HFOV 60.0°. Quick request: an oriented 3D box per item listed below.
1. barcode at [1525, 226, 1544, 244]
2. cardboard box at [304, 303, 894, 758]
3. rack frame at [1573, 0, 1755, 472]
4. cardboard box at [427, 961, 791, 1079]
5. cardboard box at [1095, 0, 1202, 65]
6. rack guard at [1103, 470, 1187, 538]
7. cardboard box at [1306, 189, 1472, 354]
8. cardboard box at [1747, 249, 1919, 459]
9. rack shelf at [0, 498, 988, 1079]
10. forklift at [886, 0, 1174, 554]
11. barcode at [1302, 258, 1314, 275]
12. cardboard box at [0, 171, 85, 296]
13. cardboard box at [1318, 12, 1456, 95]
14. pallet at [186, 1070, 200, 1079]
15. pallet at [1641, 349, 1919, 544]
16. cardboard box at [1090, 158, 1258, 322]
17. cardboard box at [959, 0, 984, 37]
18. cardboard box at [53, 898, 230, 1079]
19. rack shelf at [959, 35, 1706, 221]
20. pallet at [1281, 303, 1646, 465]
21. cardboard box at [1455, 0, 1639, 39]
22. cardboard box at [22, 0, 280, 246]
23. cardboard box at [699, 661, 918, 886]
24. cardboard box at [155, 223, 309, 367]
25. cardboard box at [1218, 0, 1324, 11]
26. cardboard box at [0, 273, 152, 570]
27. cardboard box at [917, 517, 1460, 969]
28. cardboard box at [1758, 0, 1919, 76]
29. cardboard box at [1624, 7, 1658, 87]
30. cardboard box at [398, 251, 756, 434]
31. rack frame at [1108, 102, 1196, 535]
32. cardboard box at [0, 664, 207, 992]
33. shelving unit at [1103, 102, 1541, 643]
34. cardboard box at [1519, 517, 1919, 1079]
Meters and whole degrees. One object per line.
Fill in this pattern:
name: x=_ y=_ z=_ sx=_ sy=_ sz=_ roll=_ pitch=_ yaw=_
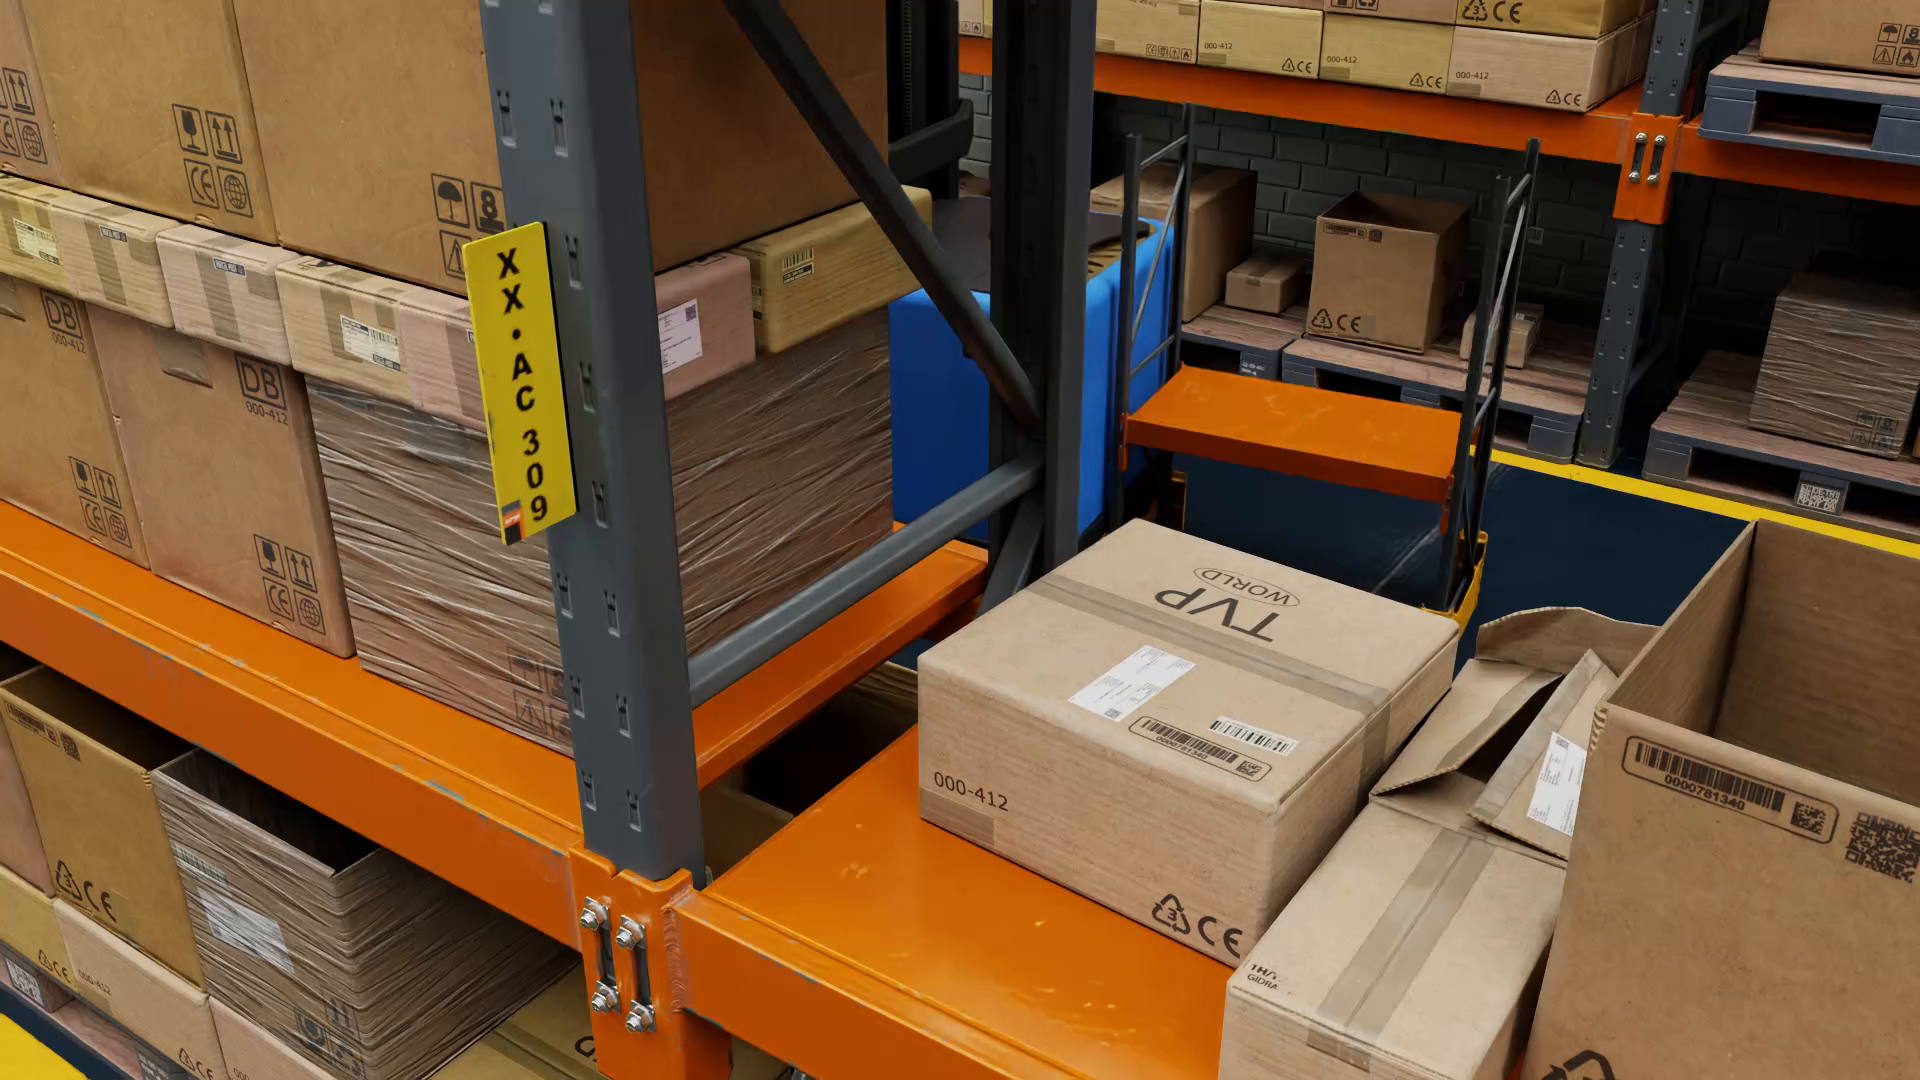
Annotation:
barcode: x=2.356 y=-1.249 z=6.816 sx=0.075 sy=0.075 sz=0.001 roll=17 pitch=32 yaw=30
cardboard box: x=-0.506 y=-0.100 z=2.528 sx=0.500 sy=0.500 sz=0.700 roll=16 pitch=31 yaw=29
rack frame: x=2.665 y=-1.796 z=5.973 sx=0.127 sy=3.000 sz=1.000 roll=17 pitch=32 yaw=30
cardboard box: x=-0.643 y=1.058 z=2.933 sx=0.500 sy=0.250 sz=0.500 roll=17 pitch=32 yaw=30
cardboard box: x=0.858 y=-2.130 z=6.771 sx=0.500 sy=0.250 sz=0.500 roll=18 pitch=32 yaw=31
rack guard: x=0.610 y=-0.003 z=5.480 sx=0.087 sy=0.250 sz=0.587 roll=13 pitch=30 yaw=24
cardboard box: x=1.787 y=-1.130 z=6.934 sx=0.500 sy=0.500 sz=0.500 roll=15 pitch=30 yaw=27
cardboard box: x=3.281 y=-0.696 z=6.081 sx=0.500 sy=0.500 sz=0.700 roll=19 pitch=32 yaw=32
rack shelf: x=-1.785 y=-0.136 z=3.504 sx=4.000 sy=0.370 sz=1.077 roll=17 pitch=32 yaw=30
forklift: x=-0.816 y=-1.492 z=5.450 sx=3.031 sy=2.935 sz=1.130 roll=13 pitch=30 yaw=24
barcode: x=1.544 y=-1.209 z=7.353 sx=0.075 sy=0.075 sz=0.001 roll=17 pitch=32 yaw=30
cardboard box: x=-1.320 y=-0.529 z=2.656 sx=0.250 sy=0.149 sz=0.380 roll=17 pitch=32 yaw=30
cardboard box: x=1.697 y=-1.878 z=6.276 sx=0.500 sy=0.250 sz=0.500 roll=17 pitch=32 yaw=31
pallet: x=-0.769 y=1.079 z=3.396 sx=1.213 sy=0.211 sz=1.003 roll=17 pitch=32 yaw=30
pallet: x=3.307 y=-0.354 z=6.213 sx=1.213 sy=0.211 sz=1.003 roll=17 pitch=32 yaw=30
cardboard box: x=0.933 y=-1.341 z=7.348 sx=0.500 sy=0.500 sz=0.700 roll=15 pitch=31 yaw=27
cardboard box: x=0.026 y=-2.394 z=7.289 sx=0.500 sy=0.250 sz=0.500 roll=16 pitch=31 yaw=29
cardboard box: x=-1.470 y=0.803 z=3.434 sx=0.500 sy=0.250 sz=0.500 roll=17 pitch=32 yaw=30
rack shelf: x=1.016 y=-1.989 z=7.145 sx=4.000 sy=0.370 sz=1.077 roll=17 pitch=32 yaw=30
pallet: x=2.091 y=-0.713 z=6.918 sx=1.213 sy=0.211 sz=1.003 roll=17 pitch=32 yaw=30
cardboard box: x=2.100 y=-2.078 z=5.843 sx=0.500 sy=0.500 sz=0.500 roll=17 pitch=32 yaw=30
cardboard box: x=-0.923 y=-0.807 z=2.488 sx=0.500 sy=0.500 sz=0.700 roll=17 pitch=32 yaw=30
cardboard box: x=-0.342 y=0.525 z=3.154 sx=0.500 sy=0.500 sz=0.500 roll=17 pitch=32 yaw=30
cardboard box: x=-0.902 y=-0.397 z=2.398 sx=0.250 sy=0.149 sz=0.380 roll=16 pitch=31 yaw=29
cardboard box: x=1.276 y=-2.338 z=6.353 sx=0.500 sy=0.500 sz=0.500 roll=16 pitch=31 yaw=29
cardboard box: x=-1.356 y=-0.363 z=3.046 sx=0.500 sy=0.500 sz=0.700 roll=18 pitch=32 yaw=31
cardboard box: x=0.294 y=0.234 z=2.149 sx=0.500 sy=0.250 sz=0.500 roll=20 pitch=33 yaw=33
cardboard box: x=3.065 y=-1.894 z=5.568 sx=0.500 sy=0.500 sz=0.700 roll=17 pitch=32 yaw=30
cardboard box: x=2.399 y=-1.939 z=6.397 sx=0.500 sy=0.250 sz=0.500 roll=18 pitch=32 yaw=31
cardboard box: x=-0.482 y=-0.267 z=2.142 sx=0.250 sy=0.149 sz=0.380 roll=17 pitch=32 yaw=30
rack frame: x=0.592 y=-0.564 z=5.205 sx=0.032 sy=1.500 sz=0.500 roll=13 pitch=30 yaw=24
cardboard box: x=-1.463 y=0.464 z=3.274 sx=0.500 sy=0.500 sz=0.500 roll=17 pitch=32 yaw=30
shelving unit: x=1.055 y=-0.459 z=4.998 sx=1.083 sy=1.500 sz=0.587 roll=13 pitch=30 yaw=24
cardboard box: x=0.921 y=0.351 z=1.644 sx=0.500 sy=0.500 sz=0.500 roll=20 pitch=33 yaw=34
